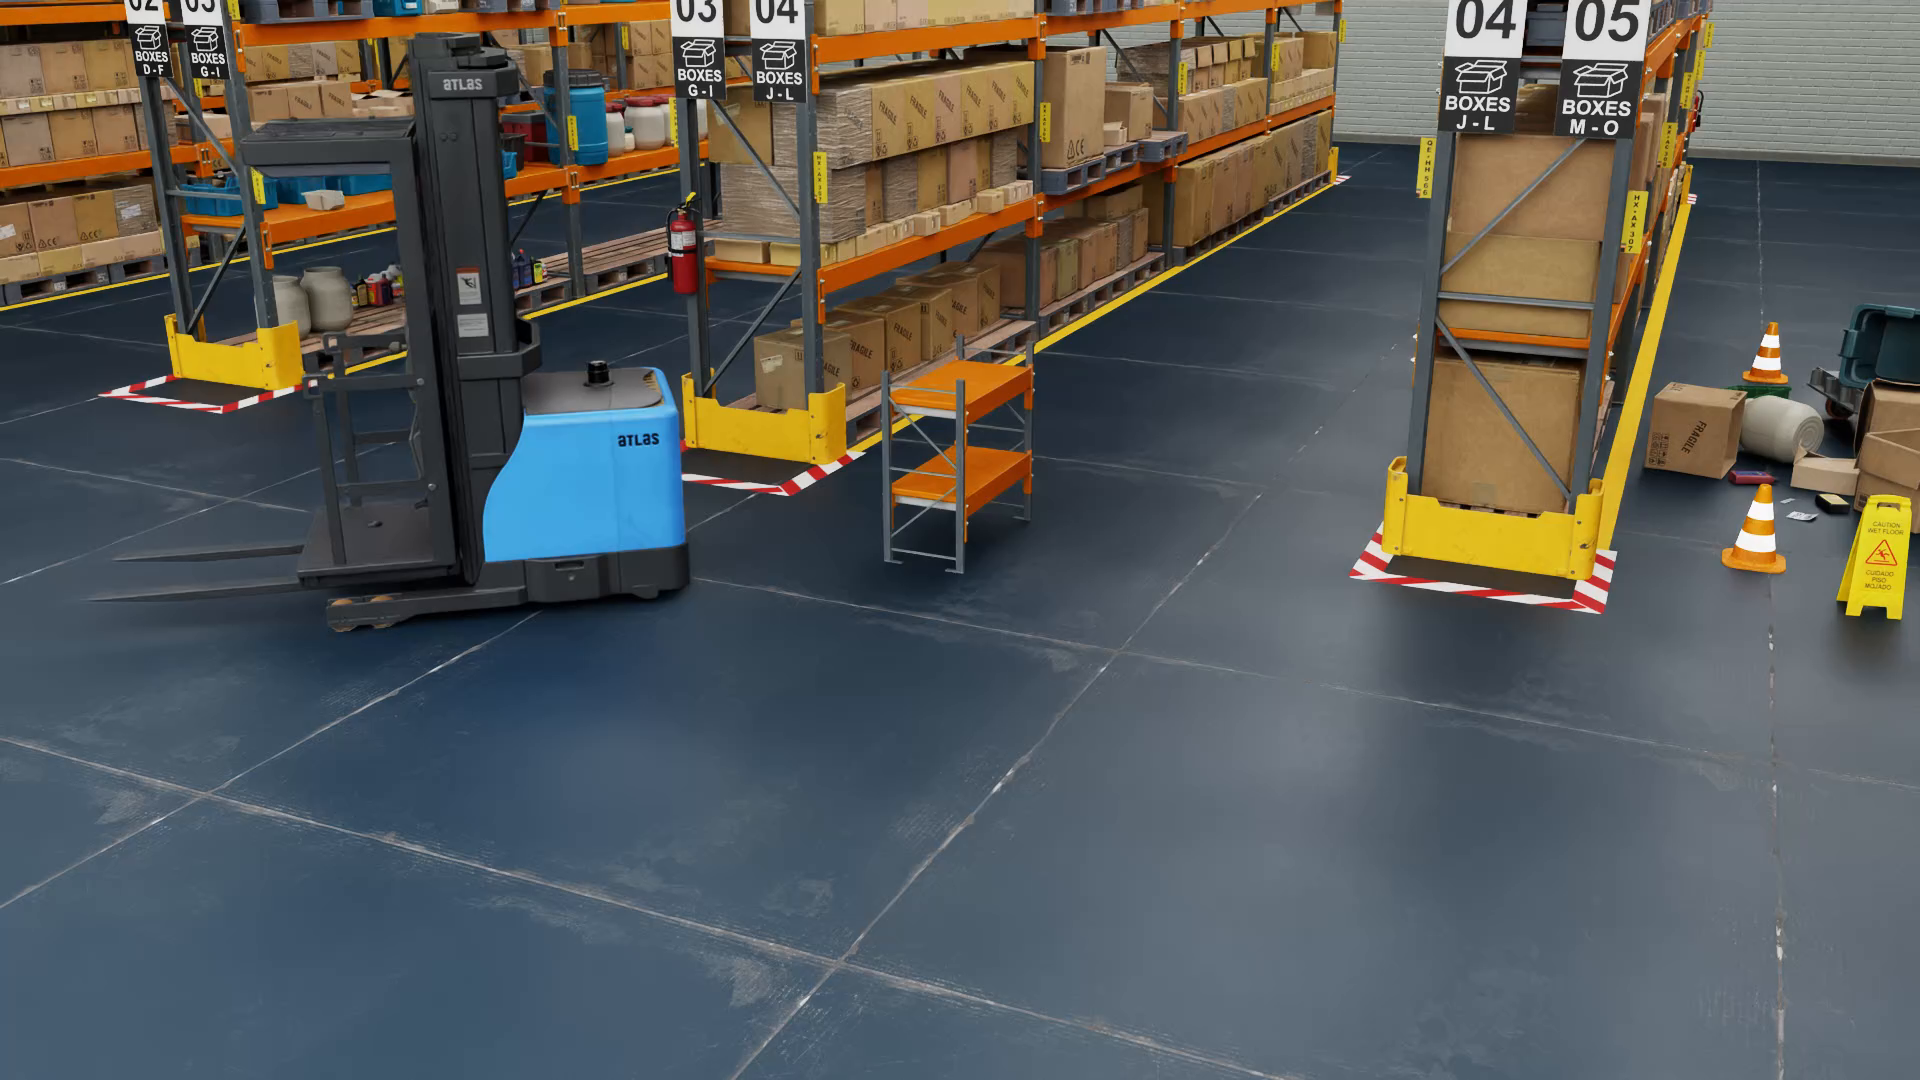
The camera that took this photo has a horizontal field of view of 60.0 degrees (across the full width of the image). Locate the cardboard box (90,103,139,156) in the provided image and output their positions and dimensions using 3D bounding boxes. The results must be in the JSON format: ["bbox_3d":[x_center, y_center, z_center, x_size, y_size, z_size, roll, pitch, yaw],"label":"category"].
[{"bbox_3d":[-9.193,-4.363,17.612,0.700,0.500,0.500,8,21,22],"label":"cardboard box"}]

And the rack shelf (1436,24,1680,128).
[{"bbox_3d":[3.894,-3.006,10.541,1.077,0.370,4.000,9,21,23],"label":"rack shelf"}]

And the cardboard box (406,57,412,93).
[{"bbox_3d":[-7.014,-6.290,22.404,0.700,0.500,0.500,2,20,4],"label":"cardboard box"}]

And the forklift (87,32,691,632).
[{"bbox_3d":[-3.051,-1.100,8.688,3.031,2.935,1.130,-5,20,-13],"label":"forklift"}]

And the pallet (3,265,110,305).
[{"bbox_3d":[-9.669,-2.689,17.215,1.003,0.211,1.213,9,21,23],"label":"pallet"}]

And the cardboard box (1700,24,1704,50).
[{"bbox_3d":[9.040,-6.218,20.892,0.500,0.500,0.500,8,21,21],"label":"cardboard box"}]

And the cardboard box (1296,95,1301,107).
[{"bbox_3d":[4.460,-6.023,22.802,0.380,0.149,0.250,9,21,23],"label":"cardboard box"}]

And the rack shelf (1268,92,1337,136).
[{"bbox_3d":[4.324,-5.972,23.359,1.077,0.370,4.000,9,21,23],"label":"rack shelf"}]

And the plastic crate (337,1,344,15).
[{"bbox_3d":[-5.421,-4.741,14.371,0.392,0.384,0.575,9,21,23],"label":"plastic crate"}]

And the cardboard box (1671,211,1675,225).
[{"bbox_3d":[8.431,-3.910,20.115,0.380,0.149,0.250,8,21,20],"label":"cardboard box"}]

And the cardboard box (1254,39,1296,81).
[{"bbox_3d":[4.143,-6.383,22.102,0.500,0.500,0.500,9,21,23],"label":"cardboard box"}]

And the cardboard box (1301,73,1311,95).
[{"bbox_3d":[4.561,-6.337,23.091,0.500,0.250,0.500,9,21,23],"label":"cardboard box"}]

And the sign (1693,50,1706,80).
[{"bbox_3d":[8.497,-5.459,19.114,0.100,0.325,0.005,9,21,23],"label":"sign"}]

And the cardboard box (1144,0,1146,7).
[{"bbox_3d":[1.497,-5.334,16.238,0.500,0.250,0.500,9,22,24],"label":"cardboard box"}]

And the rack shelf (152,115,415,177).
[{"bbox_3d":[-7.988,-4.887,20.308,1.077,0.370,4.000,9,21,23],"label":"rack shelf"}]

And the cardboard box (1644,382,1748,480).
[{"bbox_3d":[5.013,-0.751,11.330,0.500,0.500,0.500,13,23,32],"label":"cardboard box"}]

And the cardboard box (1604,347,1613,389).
[{"bbox_3d":[4.391,-1.557,12.414,0.875,0.875,0.875,9,21,24],"label":"cardboard box"}]

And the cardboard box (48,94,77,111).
[{"bbox_3d":[-9.244,-4.467,16.935,0.380,0.149,0.250,9,22,24],"label":"cardboard box"}]

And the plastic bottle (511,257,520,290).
[{"bbox_3d":[-4.369,-2.598,16.094,0.144,0.351,0.185,7,21,20],"label":"plastic bottle"}]

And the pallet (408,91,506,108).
[{"bbox_3d":[-6.955,-5.964,22.548,1.213,0.211,1.003,9,21,23],"label":"pallet"}]

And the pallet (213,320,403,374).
[{"bbox_3d":[-5.602,-1.675,14.362,1.003,0.211,1.213,9,21,23],"label":"pallet"}]

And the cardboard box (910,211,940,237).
[{"bbox_3d":[-0.372,-2.413,12.651,0.380,0.149,0.250,9,21,23],"label":"cardboard box"}]

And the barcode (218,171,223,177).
[{"bbox_3d":[-8.323,-4.117,18.711,0.001,0.075,0.075,9,21,23],"label":"barcode"}]

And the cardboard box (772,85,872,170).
[{"bbox_3d":[-0.935,-2.821,11.338,0.500,0.500,0.500,9,21,23],"label":"cardboard box"}]

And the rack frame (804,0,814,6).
[{"bbox_3d":[-1.409,-4.858,10.199,1.000,3.000,0.127,9,21,23],"label":"rack frame"}]

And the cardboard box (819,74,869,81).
[{"bbox_3d":[-1.003,-3.198,12.399,0.500,0.500,0.500,9,21,23],"label":"cardboard box"}]

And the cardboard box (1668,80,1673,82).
[{"bbox_3d":[7.786,-5.038,18.518,0.380,0.149,0.250,8,21,21],"label":"cardboard box"}]

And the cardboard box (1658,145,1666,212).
[{"bbox_3d":[5.587,-3.021,13.837,0.500,0.500,0.500,8,21,22],"label":"cardboard box"}]

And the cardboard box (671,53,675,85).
[{"bbox_3d":[-4.660,-7.535,26.531,0.500,0.500,0.500,8,21,22],"label":"cardboard box"}]

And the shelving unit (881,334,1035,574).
[{"bbox_3d":[0.003,-0.532,9.786,0.538,1.125,1.048,9,21,23],"label":"shelving unit"}]

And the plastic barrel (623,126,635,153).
[{"bbox_3d":[-3.608,-4.252,17.655,0.301,0.262,0.301,0,20,0],"label":"plastic barrel"}]

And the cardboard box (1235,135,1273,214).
[{"bbox_3d":[3.261,-4.698,21.247,1.225,0.875,0.875,9,21,23],"label":"cardboard box"}]

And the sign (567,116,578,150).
[{"bbox_3d":[-3.792,-3.985,16.286,0.100,0.325,0.005,9,21,23],"label":"sign"}]

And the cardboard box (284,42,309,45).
[{"bbox_3d":[-10.437,-7.800,25.683,0.500,0.250,0.500,9,21,24],"label":"cardboard box"}]

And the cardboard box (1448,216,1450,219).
[{"bbox_3d":[3.391,-1.681,9.996,0.875,0.550,0.550,9,21,23],"label":"cardboard box"}]

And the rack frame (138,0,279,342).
[{"bbox_3d":[-5.927,-2.711,13.115,1.000,3.000,0.127,9,21,23],"label":"rack frame"}]

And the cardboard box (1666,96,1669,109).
[{"bbox_3d":[6.824,-4.323,16.507,0.380,0.149,0.250,8,21,21],"label":"cardboard box"}]

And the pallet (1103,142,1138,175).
[{"bbox_3d":[1.094,-3.776,16.396,1.003,0.211,1.213,9,21,23],"label":"pallet"}]

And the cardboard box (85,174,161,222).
[{"bbox_3d":[-9.283,-3.772,18.455,0.500,0.500,0.500,9,21,23],"label":"cardboard box"}]

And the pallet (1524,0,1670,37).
[{"bbox_3d":[3.867,-3.294,10.410,1.003,0.211,1.213,9,21,23],"label":"pallet"}]

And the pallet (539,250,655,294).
[{"bbox_3d":[-4.003,-2.865,17.711,1.003,0.211,1.213,9,21,23],"label":"pallet"}]

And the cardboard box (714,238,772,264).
[{"bbox_3d":[-1.480,-2.029,11.571,0.380,0.149,0.250,9,21,23],"label":"cardboard box"}]

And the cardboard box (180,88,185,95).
[{"bbox_3d":[-11.344,-6.476,24.047,0.380,0.149,0.250,8,21,22],"label":"cardboard box"}]

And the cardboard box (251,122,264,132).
[{"bbox_3d":[-8.258,-4.739,19.193,0.380,0.149,0.250,9,21,23],"label":"cardboard box"}]

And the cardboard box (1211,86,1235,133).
[{"bbox_3d":[2.937,-5.103,19.692,0.500,0.500,0.500,9,21,23],"label":"cardboard box"}]

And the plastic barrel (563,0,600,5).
[{"bbox_3d":[-4.011,-5.969,17.050,0.600,0.901,0.600,0,20,0],"label":"plastic barrel"}]

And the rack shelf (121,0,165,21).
[{"bbox_3d":[-7.988,-6.300,19.805,1.077,0.370,4.000,9,21,23],"label":"rack shelf"}]

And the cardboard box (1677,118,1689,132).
[{"bbox_3d":[8.403,-4.912,19.678,0.380,0.149,0.250,9,22,25],"label":"cardboard box"}]

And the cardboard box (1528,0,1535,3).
[{"bbox_3d":[3.006,-3.085,9.289,0.380,0.149,0.250,9,21,23],"label":"cardboard box"}]

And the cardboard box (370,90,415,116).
[{"bbox_3d":[-7.358,-5.690,21.625,0.500,0.311,0.500,10,22,26],"label":"cardboard box"}]

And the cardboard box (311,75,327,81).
[{"bbox_3d":[-10.216,-7.245,26.210,0.380,0.149,0.250,9,21,23],"label":"cardboard box"}]

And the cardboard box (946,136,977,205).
[{"bbox_3d":[-0.361,-2.998,13.328,0.875,0.500,0.500,9,21,23],"label":"cardboard box"}]

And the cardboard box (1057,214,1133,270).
[{"bbox_3d":[1.396,-3.128,17.361,0.700,0.500,0.500,7,21,18],"label":"cardboard box"}]

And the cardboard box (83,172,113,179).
[{"bbox_3d":[-12.254,-5.177,23.123,0.700,0.500,0.500,9,21,23],"label":"cardboard box"}]

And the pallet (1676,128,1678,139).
[{"bbox_3d":[7.124,-4.286,17.830,1.003,0.211,1.213,9,21,23],"label":"pallet"}]

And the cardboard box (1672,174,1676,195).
[{"bbox_3d":[7.692,-3.944,18.567,0.500,0.250,0.500,10,22,25],"label":"cardboard box"}]

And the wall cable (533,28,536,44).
[{"bbox_3d":[-8.753,-9.961,31.986,0.084,1.984,1.851,9,21,23],"label":"wall cable"}]
